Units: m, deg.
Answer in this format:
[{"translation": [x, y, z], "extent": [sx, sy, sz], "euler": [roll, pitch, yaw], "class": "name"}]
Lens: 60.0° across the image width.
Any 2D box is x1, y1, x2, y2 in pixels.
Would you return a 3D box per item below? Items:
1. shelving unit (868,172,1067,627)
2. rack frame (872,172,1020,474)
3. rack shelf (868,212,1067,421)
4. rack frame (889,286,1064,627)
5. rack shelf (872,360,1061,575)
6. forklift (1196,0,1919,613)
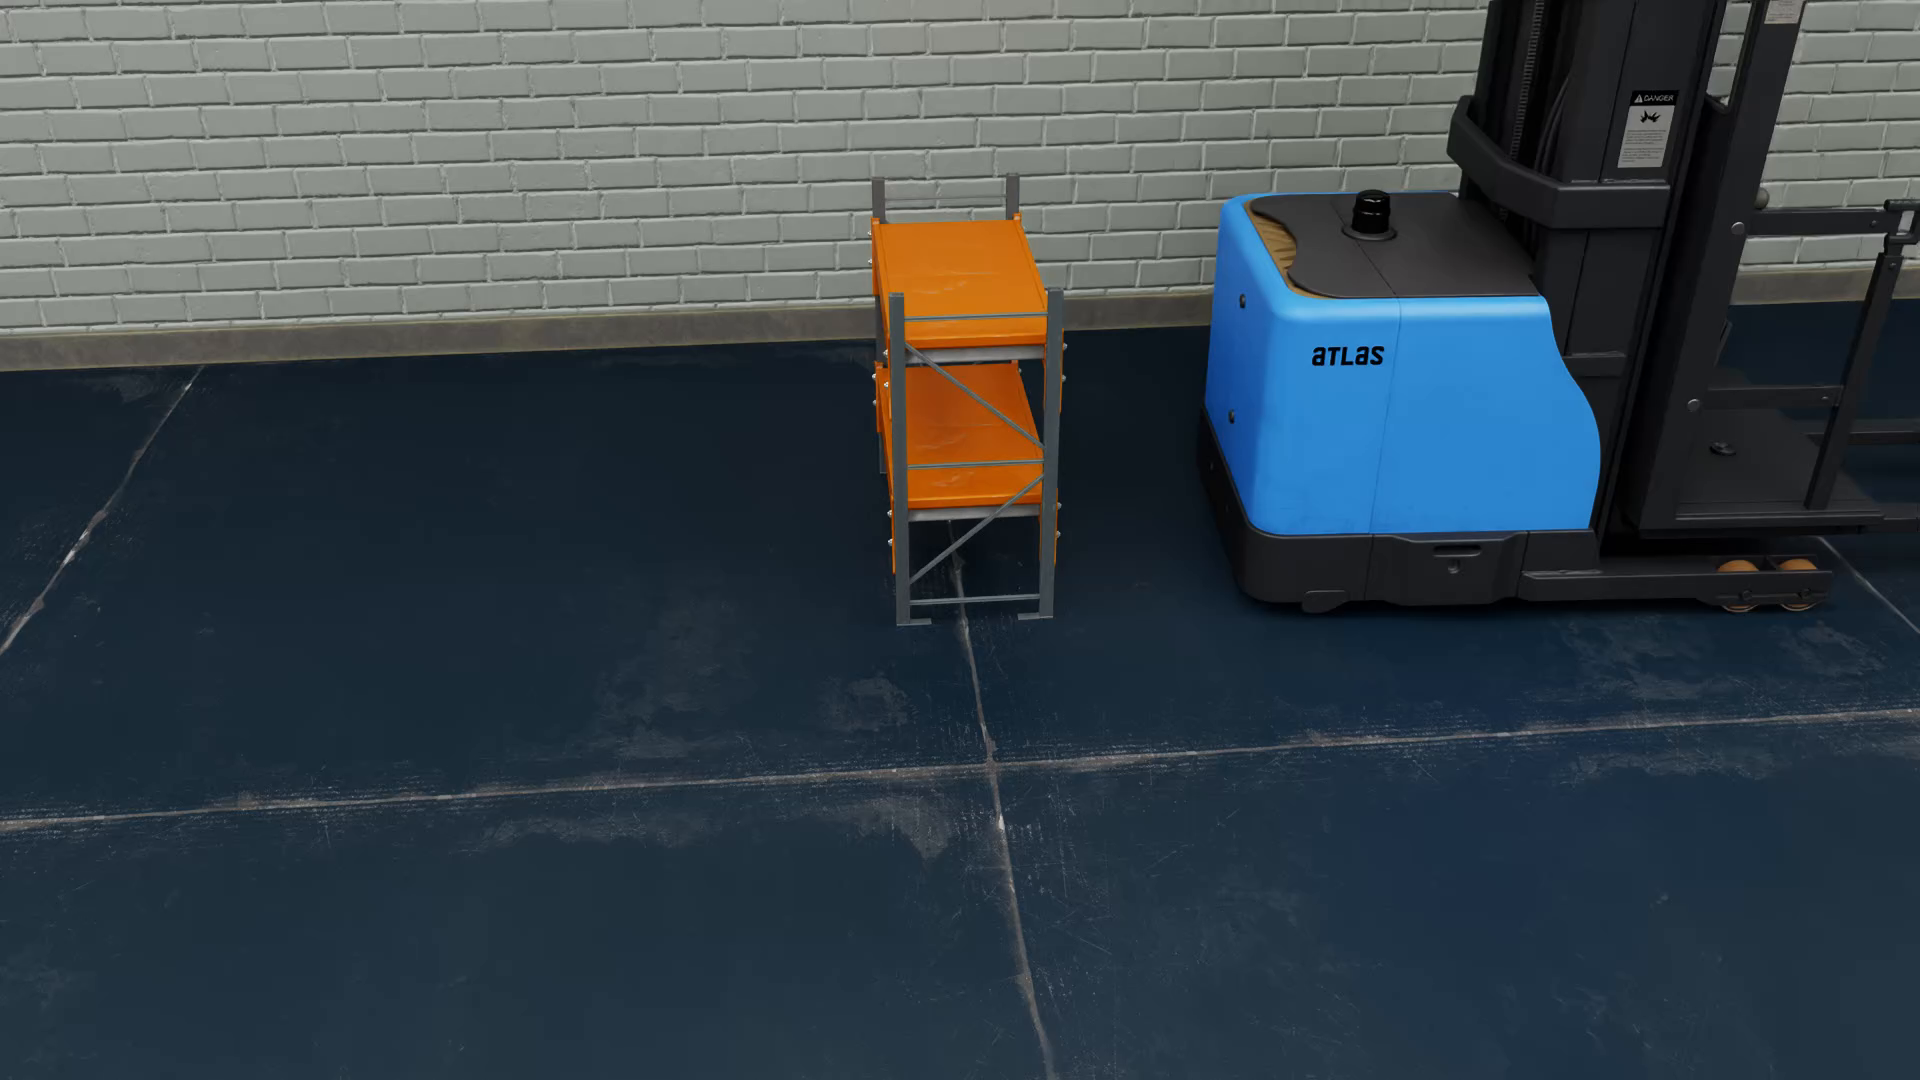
[{"translation": [-0.001, -0.486, 5.467], "extent": [0.538, 1.125, 1.048], "euler": [-3, 31, -5], "class": "shelving unit"}, {"translation": [-0.048, -0.746, 5.902], "extent": [0.500, 1.125, 0.032], "euler": [-3, 31, -5], "class": "rack frame"}, {"translation": [-0.001, -0.738, 5.317], "extent": [0.538, 0.278, 1.000], "euler": [-3, 31, -5], "class": "rack shelf"}, {"translation": [0.047, -0.227, 5.033], "extent": [0.500, 1.125, 0.032], "euler": [-3, 31, -5], "class": "rack frame"}, {"translation": [-0.001, -0.276, 5.593], "extent": [0.538, 0.278, 1.000], "euler": [-3, 31, -5], "class": "rack shelf"}, {"translation": [2.396, -1.297, 5.063], "extent": [3.031, 2.935, 1.130], "euler": [-1, 31, -2], "class": "forklift"}]
